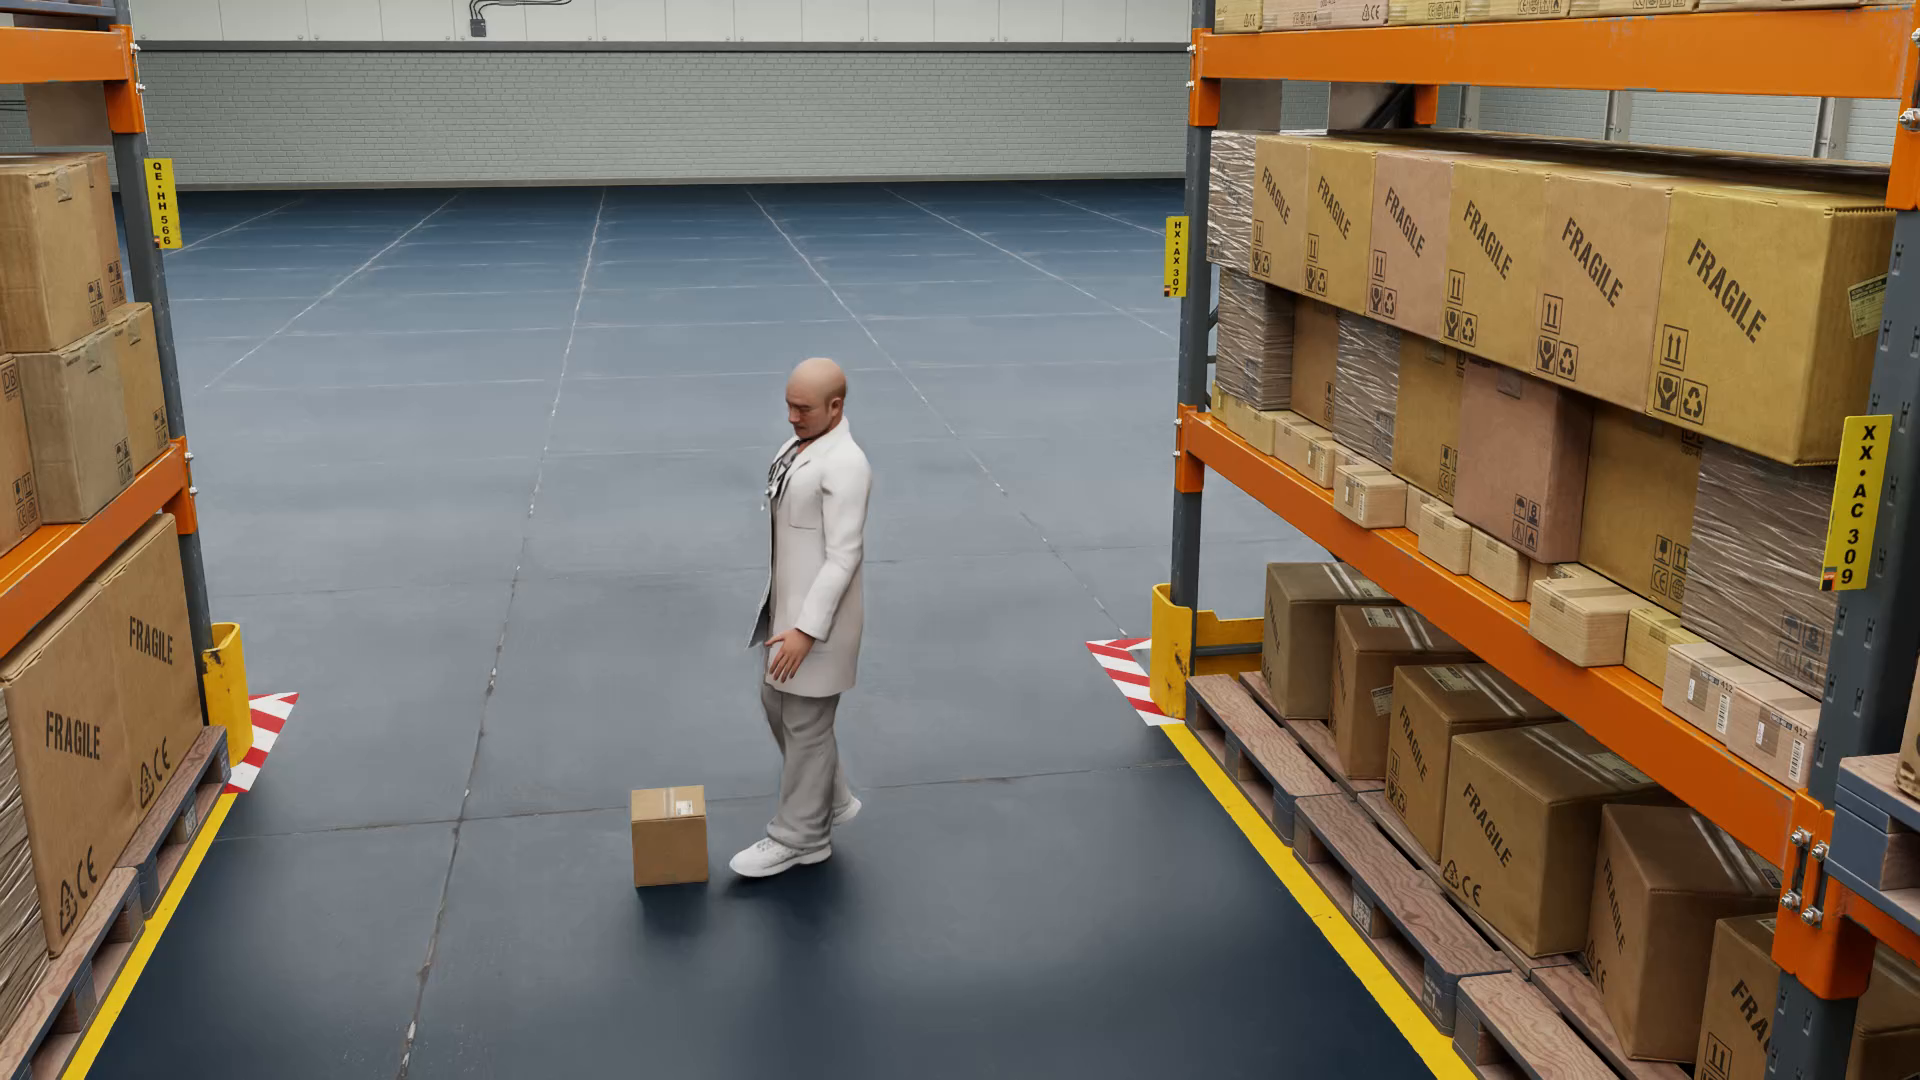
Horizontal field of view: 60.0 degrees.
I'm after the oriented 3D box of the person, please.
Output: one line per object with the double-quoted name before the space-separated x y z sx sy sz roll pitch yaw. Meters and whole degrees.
"person" -0.564 0.292 5.612 0.522 1.840 0.686 -5 17 -17
